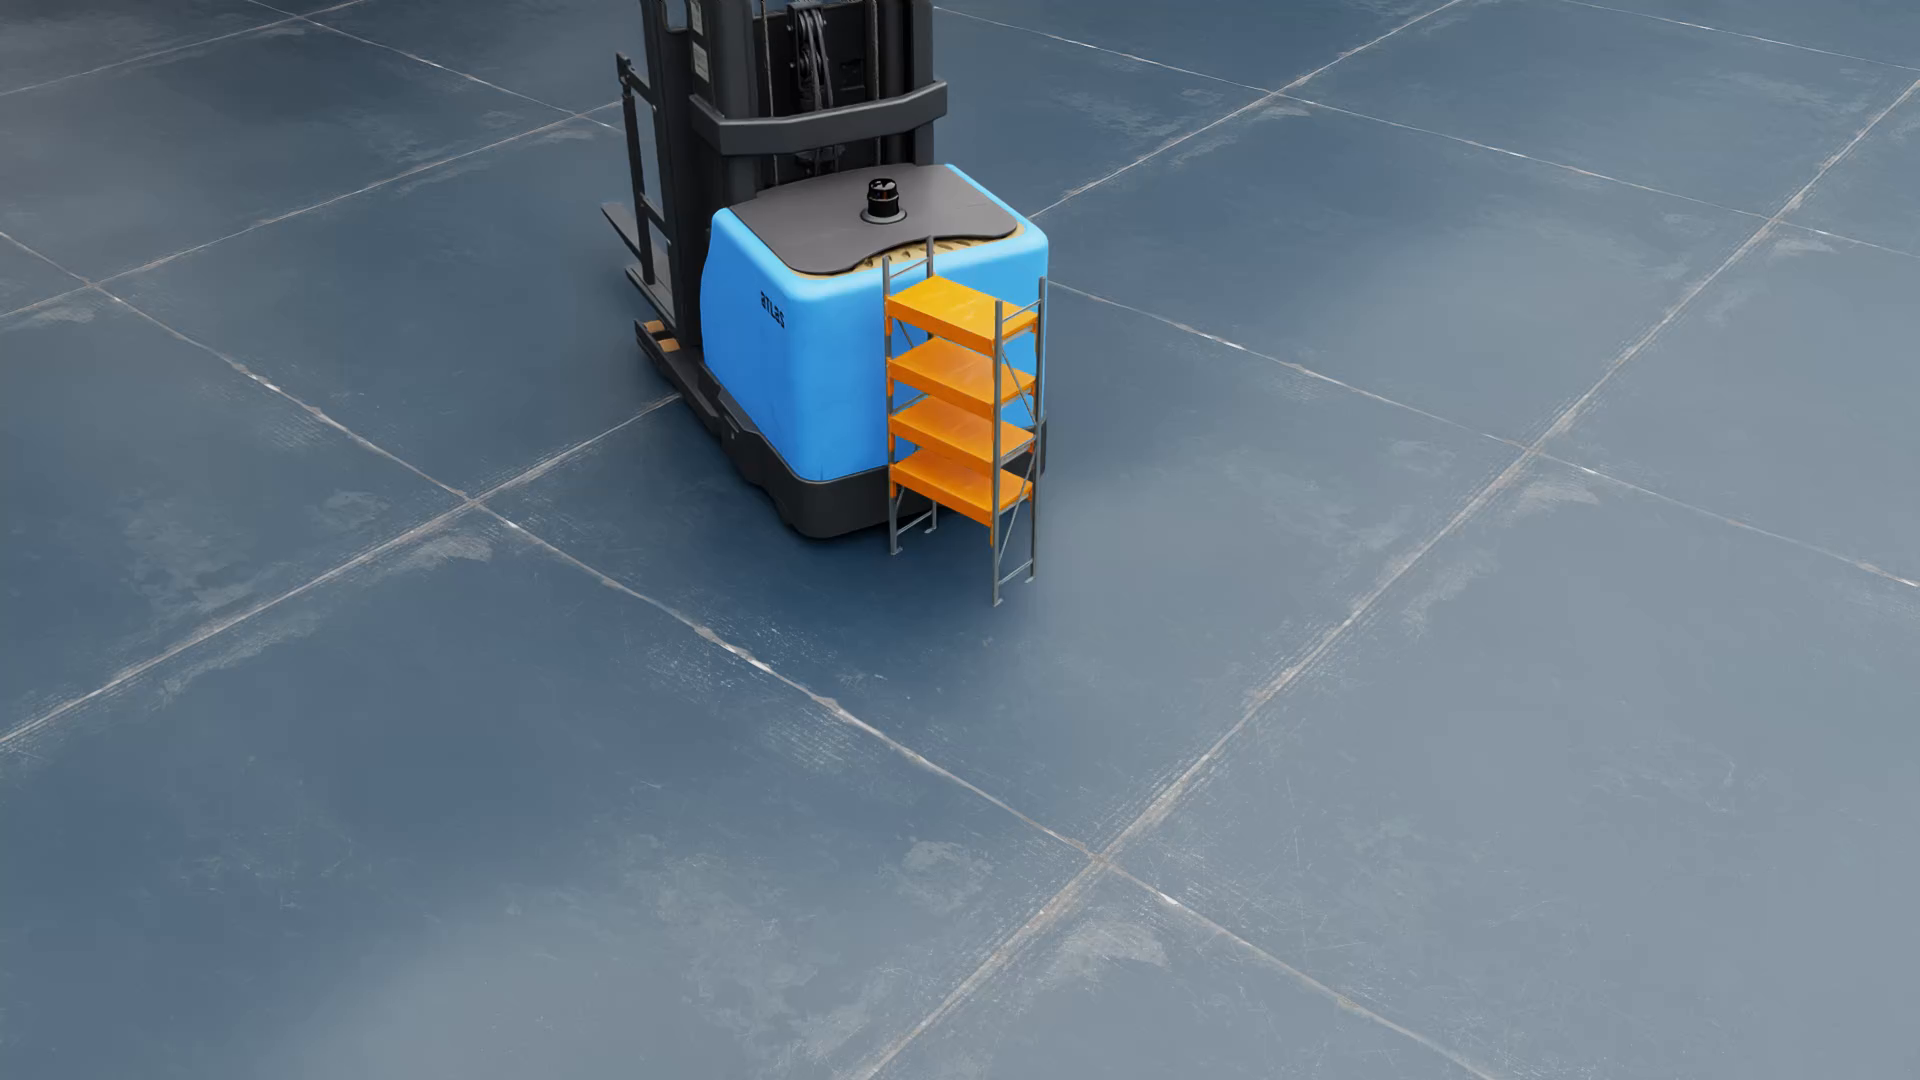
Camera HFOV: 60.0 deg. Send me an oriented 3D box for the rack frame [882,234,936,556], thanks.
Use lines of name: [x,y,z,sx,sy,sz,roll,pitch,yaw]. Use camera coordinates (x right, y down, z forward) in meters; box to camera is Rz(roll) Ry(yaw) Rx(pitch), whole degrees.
rack frame: [-0.174,-0.488,5.901,0.015,1.200,0.240,26,42,33]

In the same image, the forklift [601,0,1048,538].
forklift: [-0.792,-2.031,6.619,1.130,2.935,3.031,-16,38,-22]

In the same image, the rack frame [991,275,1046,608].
rack frame: [0.194,-0.307,5.638,0.015,1.200,0.240,26,42,33]

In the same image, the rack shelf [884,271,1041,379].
rack shelf: [0.010,-0.722,5.547,0.480,0.148,0.258,26,42,33]

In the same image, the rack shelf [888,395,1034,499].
rack shelf: [0.010,-0.342,5.808,0.480,0.148,0.258,26,42,33]

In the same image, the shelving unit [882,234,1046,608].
shelving unit: [0.010,-0.398,5.769,0.503,1.200,0.258,26,42,33]

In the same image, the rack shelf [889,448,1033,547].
rack shelf: [0.010,-0.179,5.920,0.480,0.148,0.258,26,42,33]

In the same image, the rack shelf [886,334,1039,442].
rack shelf: [0.010,-0.527,5.681,0.480,0.148,0.258,26,42,33]
